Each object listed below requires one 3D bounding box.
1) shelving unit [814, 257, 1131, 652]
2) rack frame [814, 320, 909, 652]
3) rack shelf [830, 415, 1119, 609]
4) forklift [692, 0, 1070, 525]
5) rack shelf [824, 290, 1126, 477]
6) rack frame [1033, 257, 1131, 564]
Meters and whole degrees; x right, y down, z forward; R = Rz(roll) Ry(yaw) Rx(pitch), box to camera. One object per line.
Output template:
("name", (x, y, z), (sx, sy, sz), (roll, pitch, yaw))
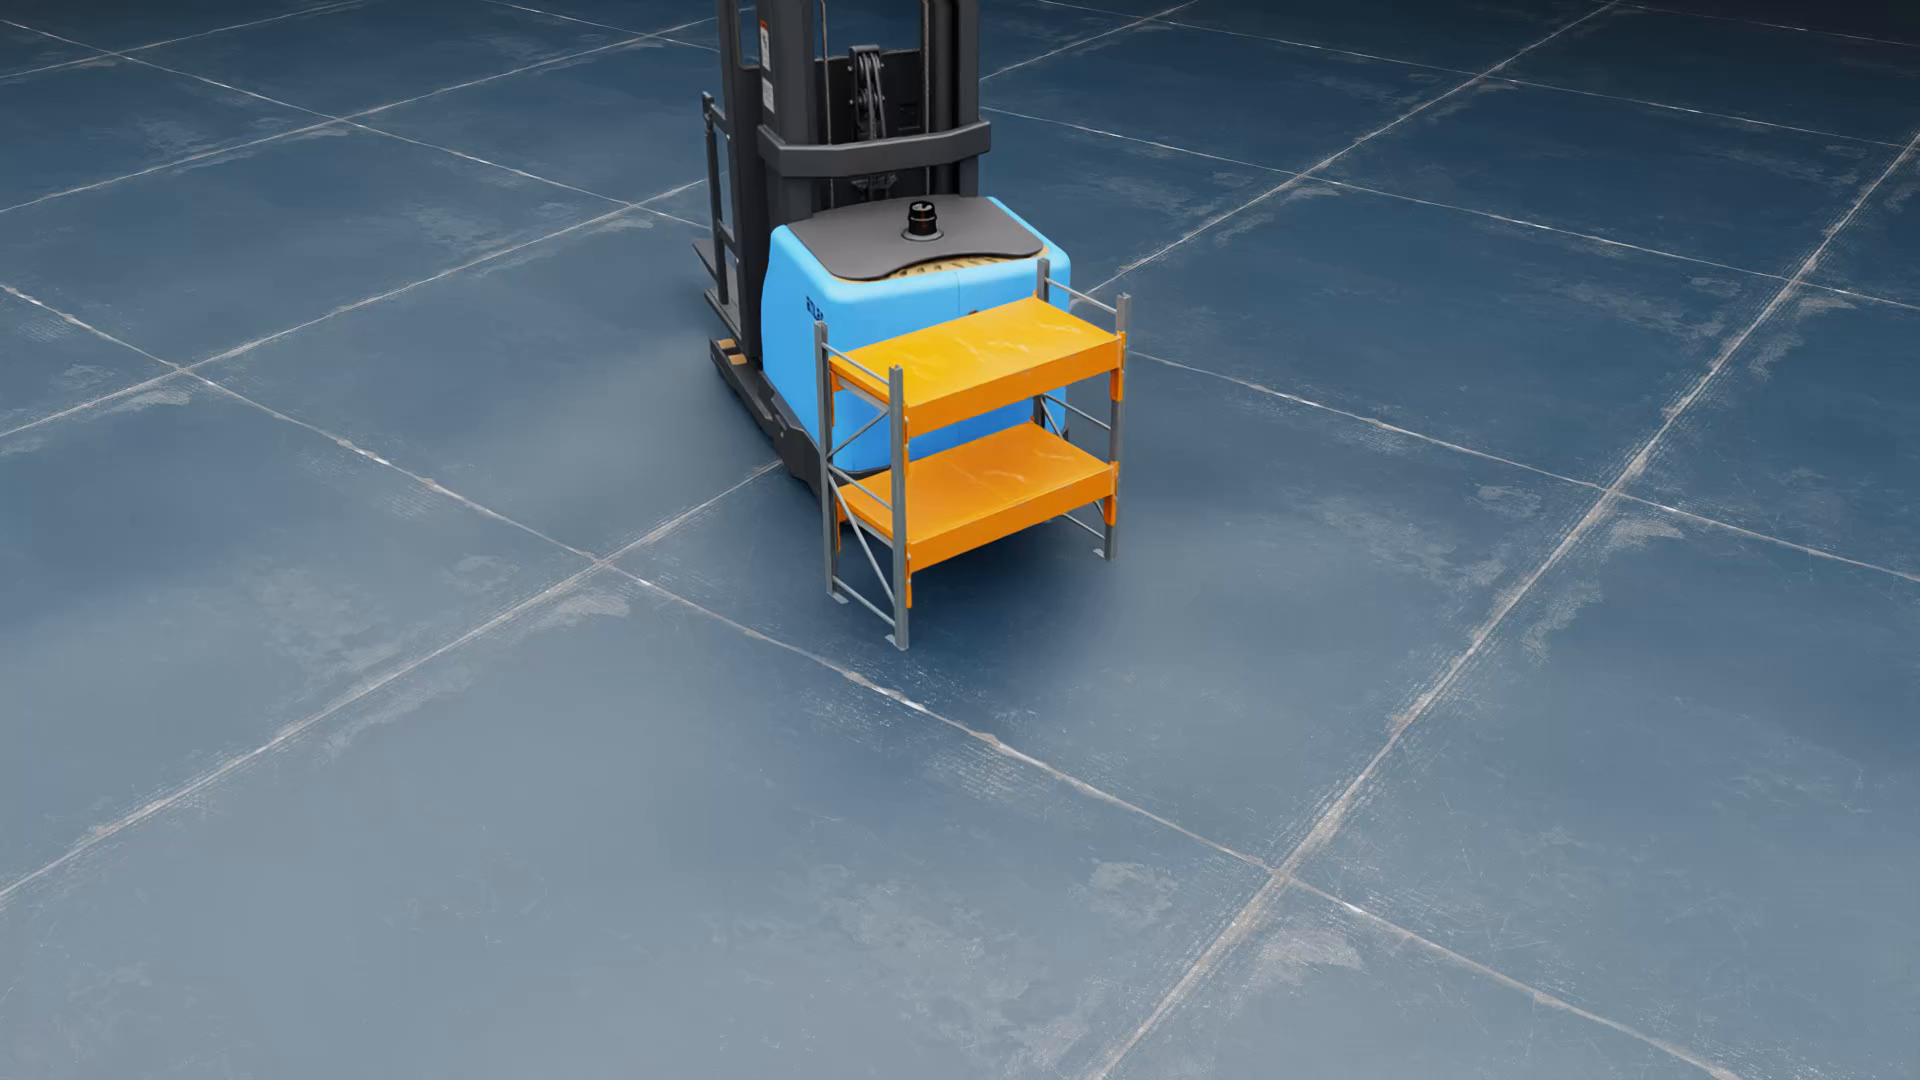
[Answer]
("shelving unit", (0.054, -0.340, 6.220), (1.048, 1.125, 0.538), (-21, 37, -31))
("rack frame", (-0.351, -0.183, 5.955), (0.032, 1.125, 0.500), (-21, 37, -31))
("rack shelf", (0.054, -0.129, 6.345), (1.000, 0.278, 0.538), (-21, 37, -31))
("forklift", (-0.572, -2.058, 7.347), (1.130, 2.935, 3.031), (-12, 33, -19))
("rack shelf", (0.054, -0.591, 6.071), (1.000, 0.278, 0.538), (-21, 37, -31))
("rack frame", (0.458, -0.497, 6.485), (0.032, 1.125, 0.500), (-21, 37, -31))
